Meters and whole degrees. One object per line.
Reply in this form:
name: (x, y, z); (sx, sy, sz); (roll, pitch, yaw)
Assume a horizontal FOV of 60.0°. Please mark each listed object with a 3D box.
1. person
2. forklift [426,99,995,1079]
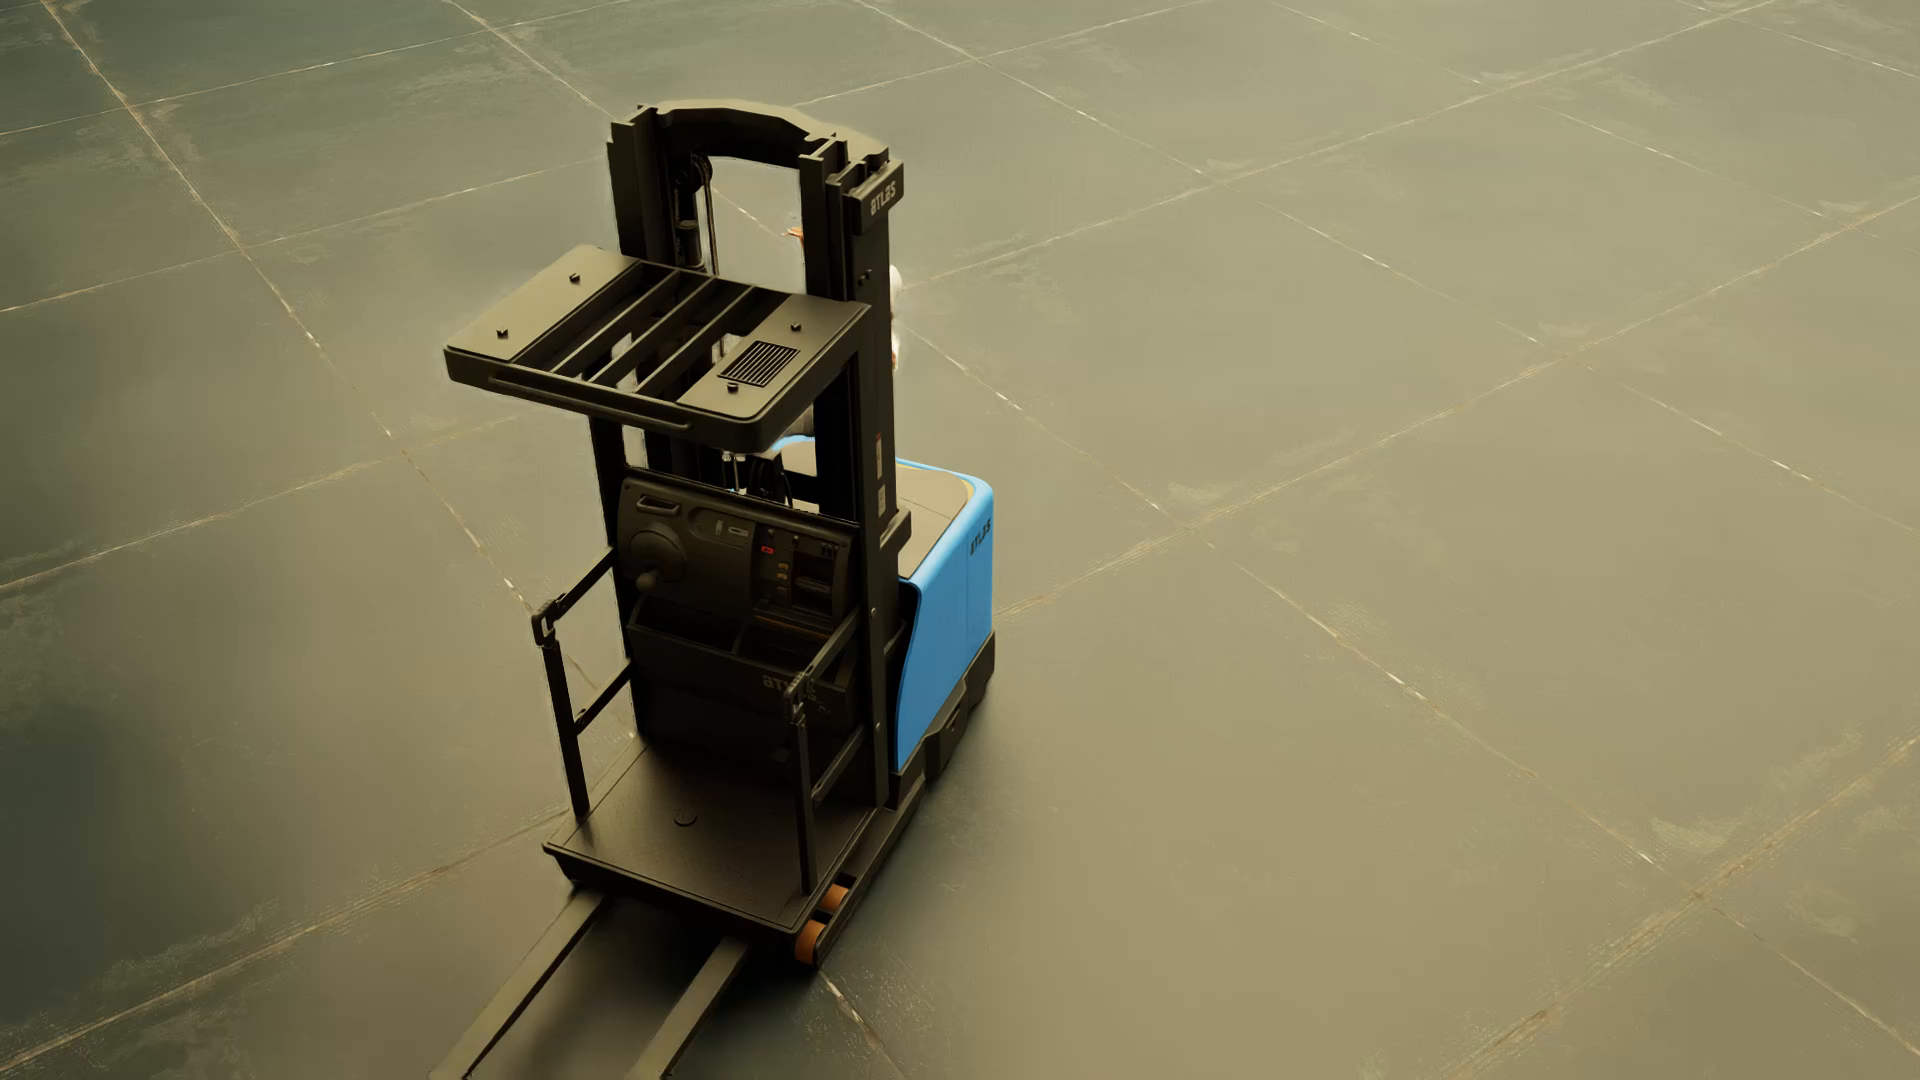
person: (-0.700, -0.620, 7.918); (0.841, 1.640, 1.156); (1, 36, 1)
forklift: (-0.896, 0.125, 5.776); (1.130, 2.935, 3.031); (14, 39, 19)
